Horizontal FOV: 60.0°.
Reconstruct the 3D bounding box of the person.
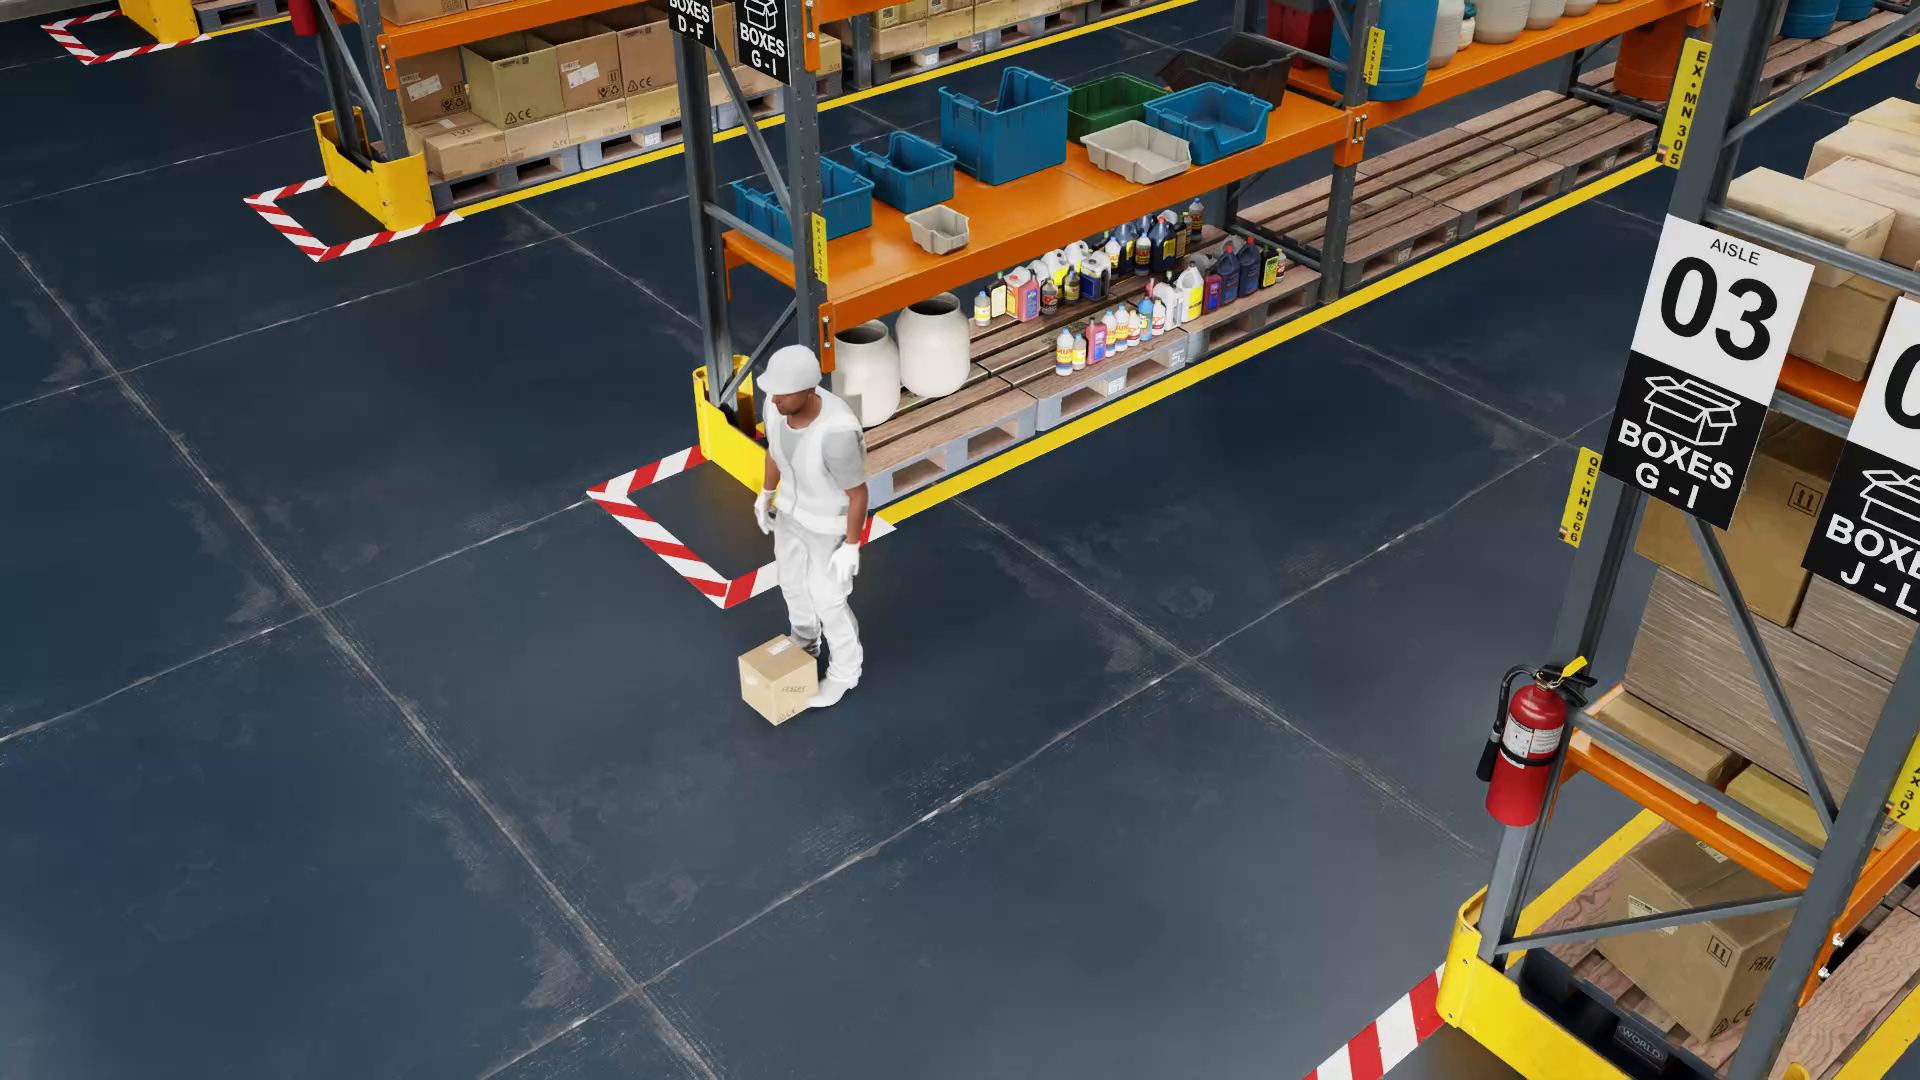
[{"bbox_3d":[-0.639,-0.077,7.175,0.443,1.776,0.631,-28,44,-34],"label":"person"}]
